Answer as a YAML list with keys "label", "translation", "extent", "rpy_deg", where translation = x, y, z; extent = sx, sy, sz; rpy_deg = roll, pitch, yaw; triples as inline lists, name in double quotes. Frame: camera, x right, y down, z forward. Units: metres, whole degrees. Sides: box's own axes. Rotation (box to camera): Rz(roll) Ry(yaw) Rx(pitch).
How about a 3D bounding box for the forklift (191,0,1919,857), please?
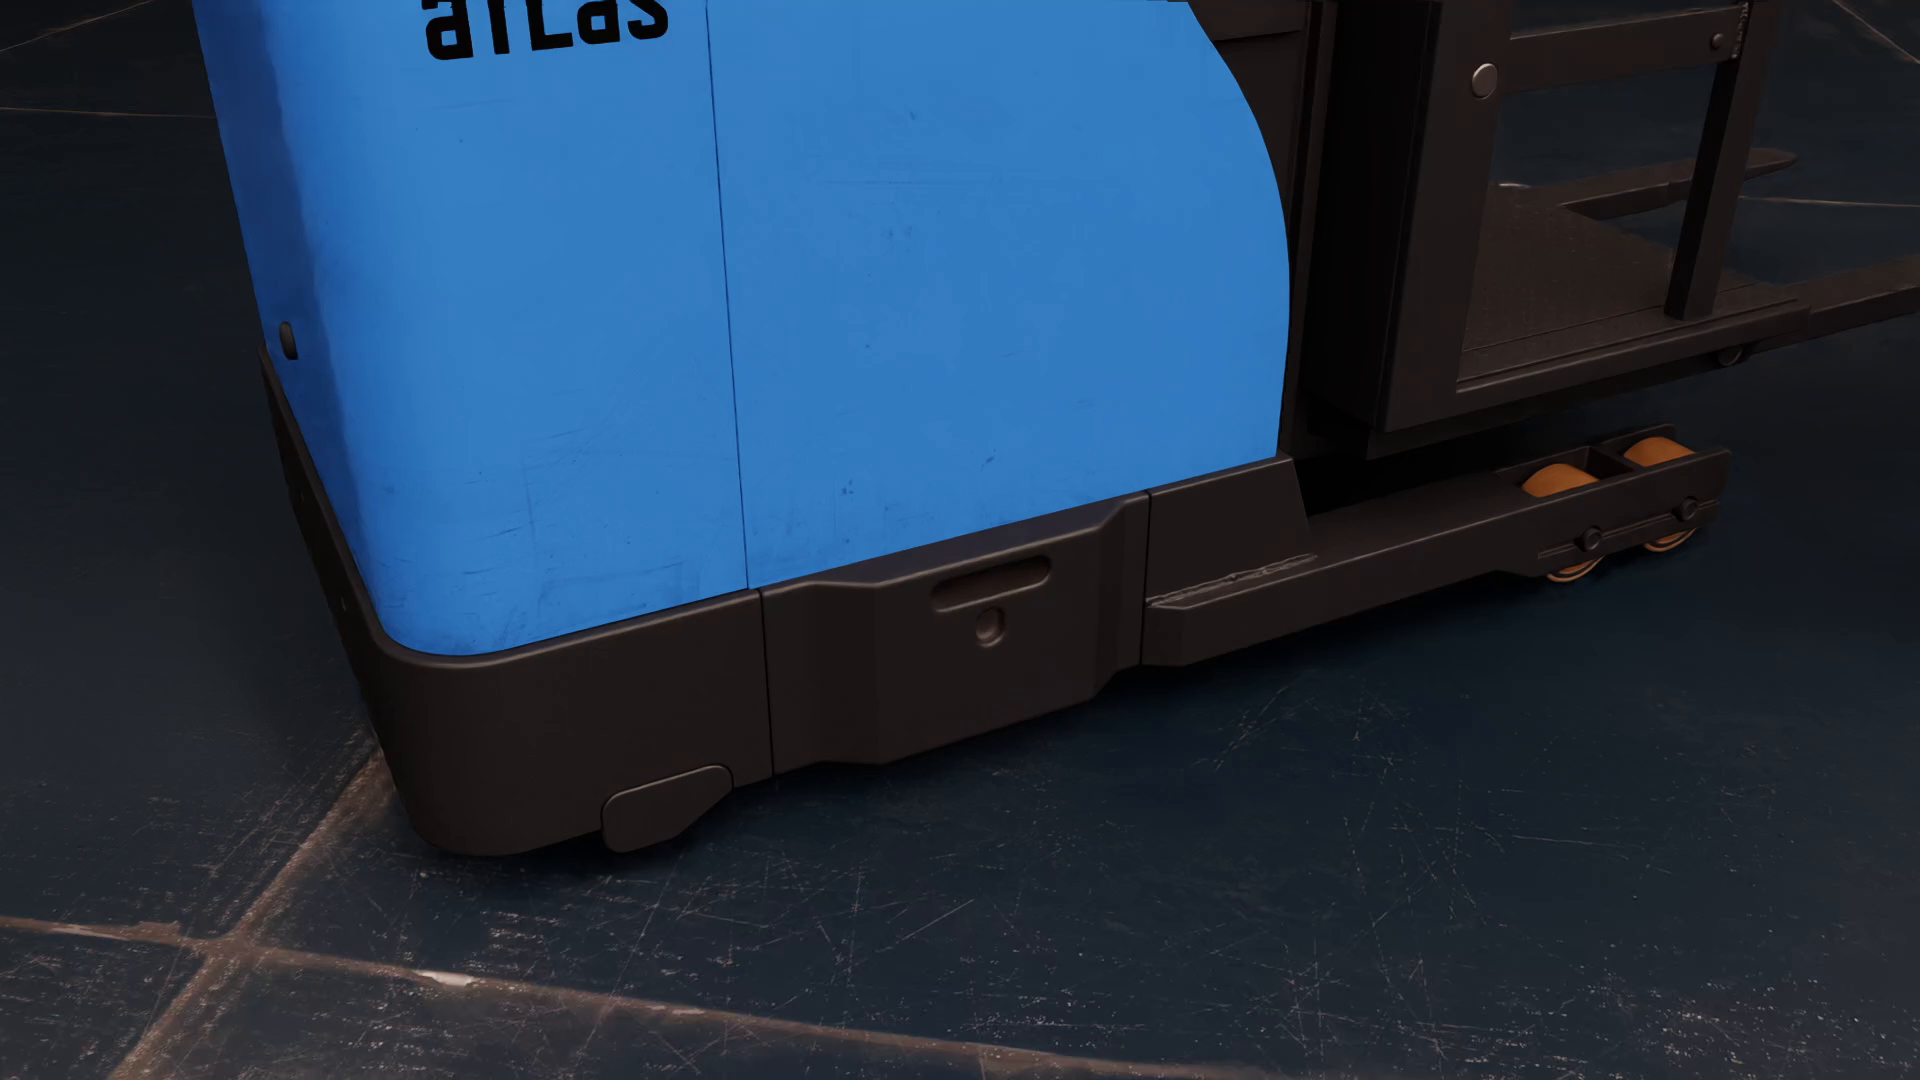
- label: "forklift"
  translation: [0.552, -1.433, 2.062]
  extent: [3.031, 2.935, 1.130]
  rpy_deg: [-14, 32, -24]
